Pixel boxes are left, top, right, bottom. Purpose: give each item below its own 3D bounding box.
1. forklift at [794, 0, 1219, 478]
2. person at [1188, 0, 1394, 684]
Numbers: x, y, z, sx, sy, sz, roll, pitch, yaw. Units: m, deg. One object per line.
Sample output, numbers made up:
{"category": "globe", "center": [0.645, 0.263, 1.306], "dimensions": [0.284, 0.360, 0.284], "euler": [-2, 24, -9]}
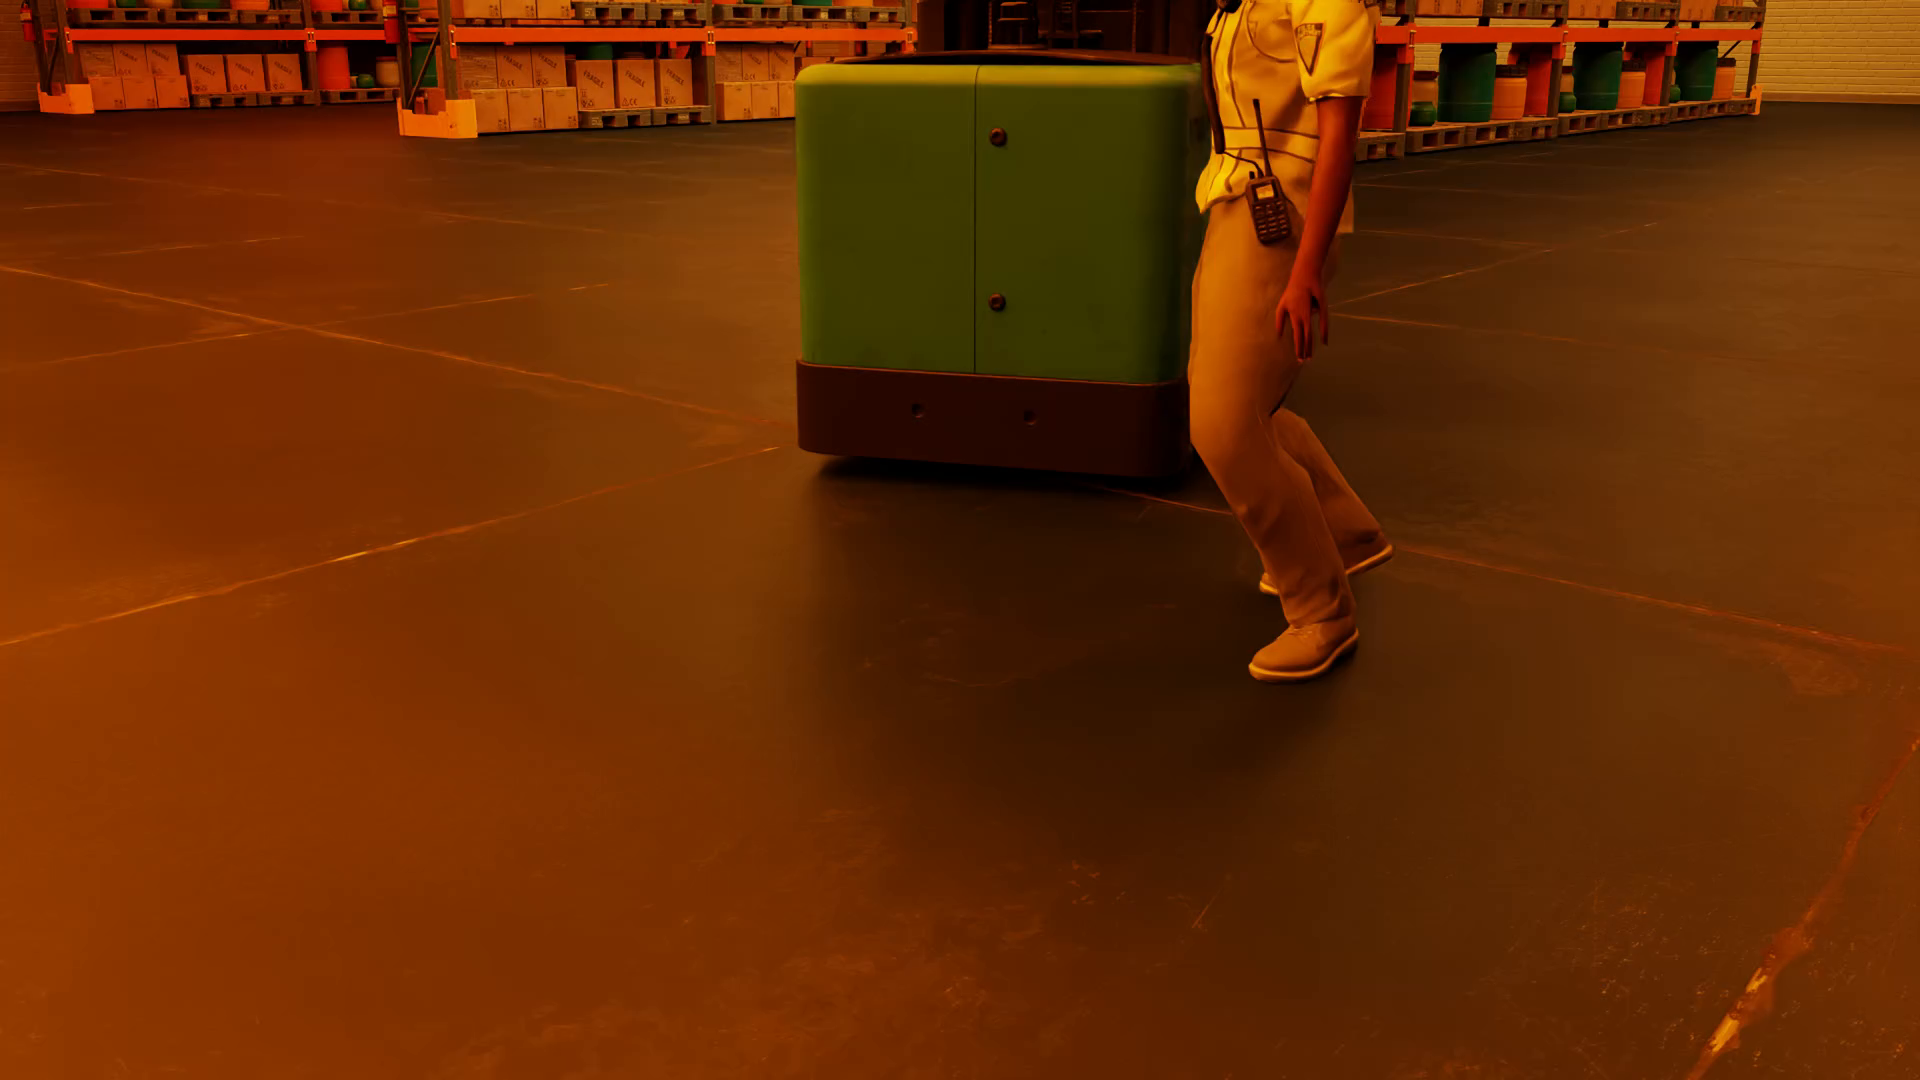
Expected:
{"category": "forklift", "center": [0.477, -1.948, 5.314], "dimensions": [1.130, 2.935, 3.031], "euler": [5, 18, 16]}
{"category": "person", "center": [0.681, -0.603, 3.223], "dimensions": [0.466, 1.592, 0.817], "euler": [2, 17, 5]}
